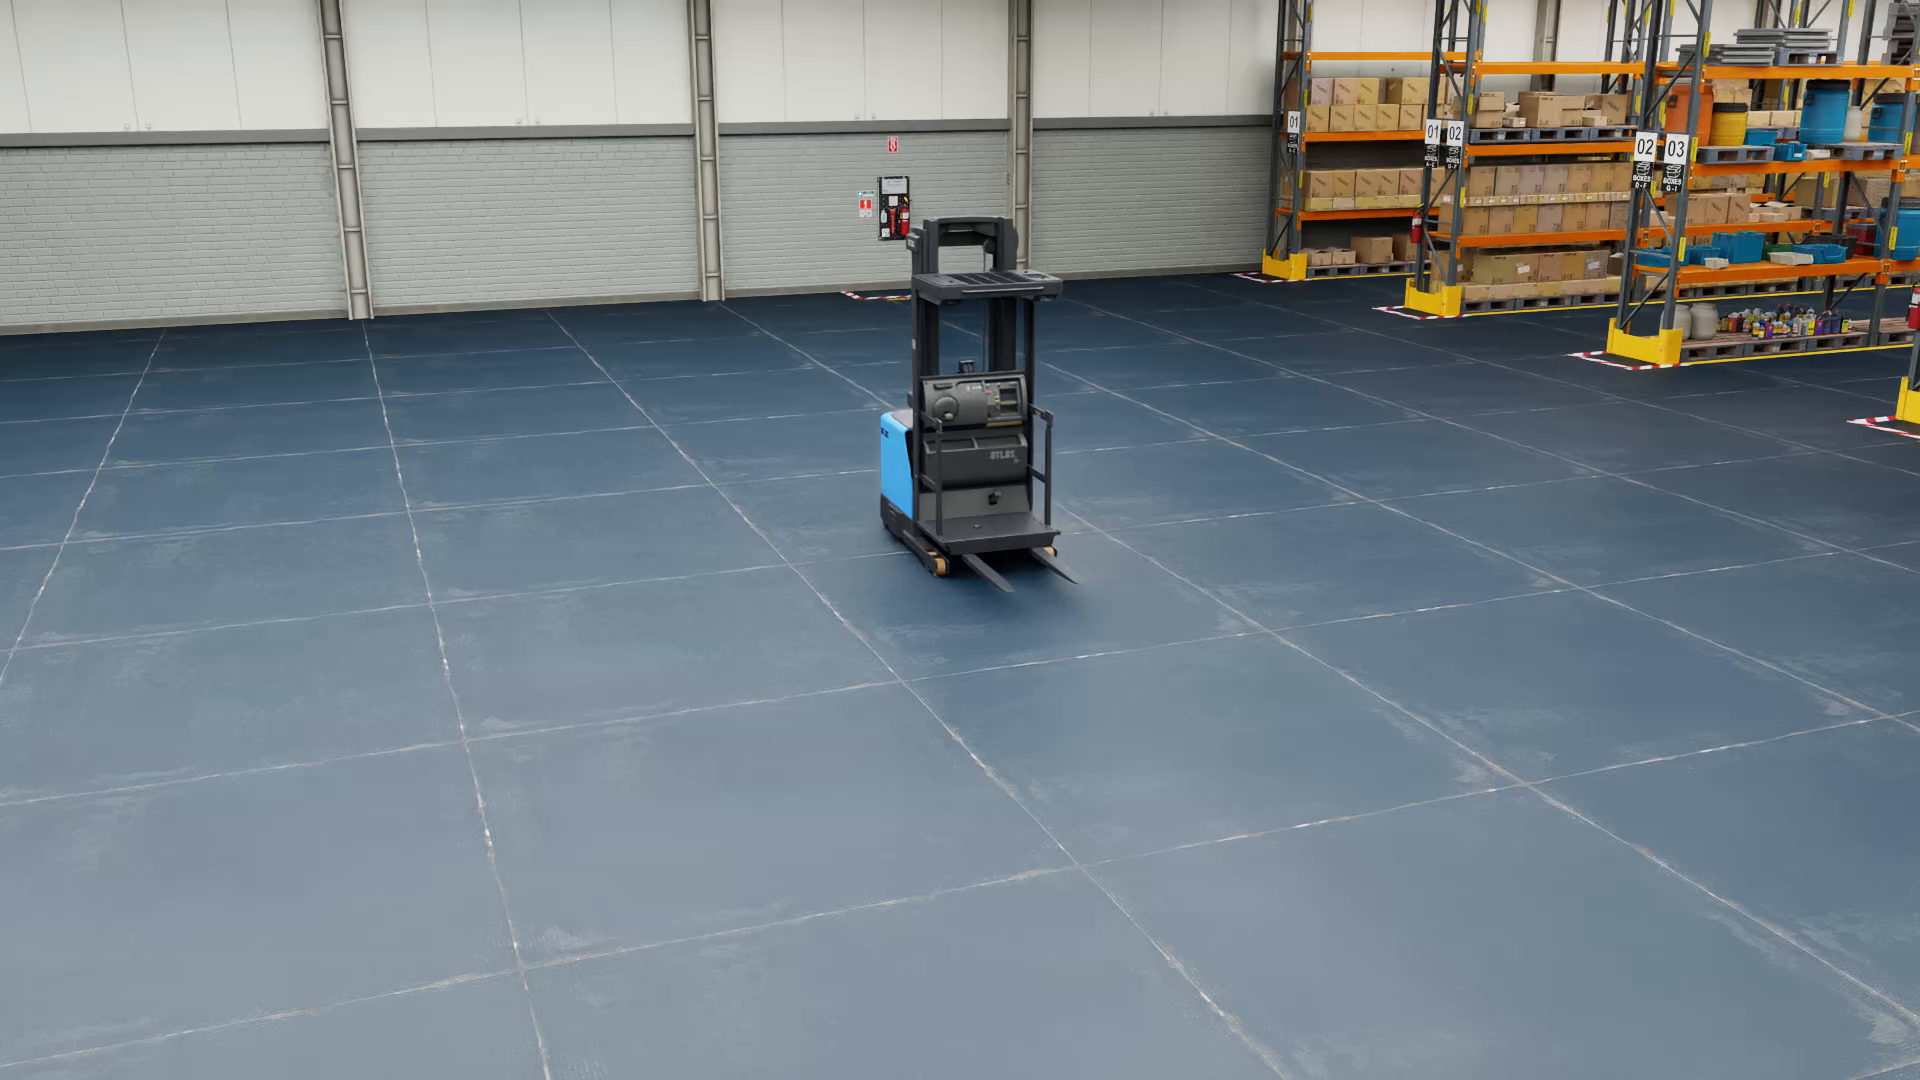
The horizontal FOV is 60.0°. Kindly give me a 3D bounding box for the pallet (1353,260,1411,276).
[{"bbox_3d":[8.366,-5.560,33.810,1.213,0.211,1.003,-6,17,-20],"label":"pallet"}]

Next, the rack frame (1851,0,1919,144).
[{"bbox_3d":[13.667,-7.371,24.380,0.127,3.000,1.000,-6,17,-20],"label":"rack frame"}]

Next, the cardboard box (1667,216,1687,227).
[{"bbox_3d":[12.798,-5.711,29.821,0.250,0.149,0.380,-6,17,-20],"label":"cardboard box"}]

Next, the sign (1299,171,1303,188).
[{"bbox_3d":[6.581,-6.969,32.121,0.005,0.325,0.100,-6,17,-20],"label":"sign"}]

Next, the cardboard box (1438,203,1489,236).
[{"bbox_3d":[8.603,-5.485,28.426,0.500,0.500,0.700,-6,17,-20],"label":"cardboard box"}]

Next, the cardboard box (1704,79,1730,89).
[{"bbox_3d":[16.213,-9.850,35.857,0.500,0.250,0.500,-7,18,-22],"label":"cardboard box"}]

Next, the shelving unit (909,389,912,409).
[{"bbox_3d":[-0.198,-0.861,16.029,0.503,1.200,0.258,-6,14,-20],"label":"shelving unit"}]

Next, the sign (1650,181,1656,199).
[{"bbox_3d":[12.098,-6.104,29.035,0.005,0.325,0.100,-6,17,-20],"label":"sign"}]

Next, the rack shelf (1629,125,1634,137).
[{"bbox_3d":[11.989,-8.395,34.467,4.000,0.370,1.077,-6,17,-20],"label":"rack shelf"}]

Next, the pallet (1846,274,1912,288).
[{"bbox_3d":[17.481,-5.049,32.069,1.213,0.211,1.003,-6,17,-20],"label":"pallet"}]

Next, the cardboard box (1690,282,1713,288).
[{"bbox_3d":[13.324,-4.758,30.264,0.500,0.250,0.500,-7,18,-22],"label":"cardboard box"}]

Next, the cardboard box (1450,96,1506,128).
[{"bbox_3d":[8.701,-7.207,27.969,0.637,0.503,0.797,-5,17,-16],"label":"cardboard box"}]

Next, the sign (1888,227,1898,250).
[{"bbox_3d":[13.853,-4.480,24.690,0.005,0.325,0.100,-6,17,-20],"label":"sign"}]

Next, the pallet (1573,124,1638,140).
[{"bbox_3d":[11.111,-7.100,28.939,1.213,0.211,1.003,-6,17,-20],"label":"pallet"}]

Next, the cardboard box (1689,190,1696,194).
[{"bbox_3d":[15.676,-7.521,35.950,0.250,0.149,0.380,-6,17,-20],"label":"cardboard box"}]

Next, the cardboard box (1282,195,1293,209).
[{"bbox_3d":[6.754,-6.732,33.081,0.500,0.250,0.500,-6,17,-19],"label":"cardboard box"}]

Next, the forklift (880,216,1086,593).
[{"bbox_3d":[0.204,-1.219,14.199,1.130,2.935,3.031,-5,17,-18],"label":"forklift"}]

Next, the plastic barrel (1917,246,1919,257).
[{"bbox_3d":[14.639,-4.597,25.339,0.433,0.535,0.433,0,16,0],"label":"plastic barrel"}]

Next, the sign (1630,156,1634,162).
[{"bbox_3d":[14.060,-7.878,34.840,0.005,0.325,0.100,-6,17,-20],"label":"sign"}]

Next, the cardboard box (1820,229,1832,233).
[{"bbox_3d":[19.277,-7.057,37.650,0.500,0.500,0.700,-6,17,-19],"label":"cardboard box"}]

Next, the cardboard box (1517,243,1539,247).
[{"bbox_3d":[11.759,-6.296,35.021,0.500,0.500,0.700,-6,17,-19],"label":"cardboard box"}]

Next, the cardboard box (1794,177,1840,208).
[{"bbox_3d":[16.181,-6.542,31.282,0.500,0.500,0.700,-13,21,-38],"label":"cardboard box"}]

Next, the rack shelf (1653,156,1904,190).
[{"bbox_3d":[11.799,-5.385,24.218,4.000,0.370,1.077,-6,17,-20],"label":"rack shelf"}]

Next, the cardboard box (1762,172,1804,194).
[{"bbox_3d":[18.104,-8.100,36.978,0.700,0.700,0.980,-6,17,-19],"label":"cardboard box"}]

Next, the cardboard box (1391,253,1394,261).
[{"bbox_3d":[8.621,-5.787,33.910,0.250,0.149,0.380,-8,18,-25],"label":"cardboard box"}]

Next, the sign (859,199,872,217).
[{"bbox_3d":[-1.746,-6.139,30.767,0.234,0.329,0.001,-6,17,-20],"label":"sign"}]

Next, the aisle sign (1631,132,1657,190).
[{"bbox_3d":[9.758,-5.408,23.728,0.004,0.787,0.394,-6,17,-20],"label":"aisle sign"}]

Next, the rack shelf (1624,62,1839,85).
[{"bbox_3d":[13.765,-8.339,29.664,4.000,0.370,1.077,-6,17,-20],"label":"rack shelf"}]

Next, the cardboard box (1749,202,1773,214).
[{"bbox_3d":[14.728,-6.118,30.917,0.500,0.311,0.500,-6,18,-21],"label":"cardboard box"}]

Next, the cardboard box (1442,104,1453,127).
[{"bbox_3d":[9.736,-8.480,33.267,0.500,0.500,0.500,-6,17,-19],"label":"cardboard box"}]

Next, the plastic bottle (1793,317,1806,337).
[{"bbox_3d":[12.535,-3.189,24.839,0.135,0.276,0.152,-6,17,-19],"label":"plastic bottle"}]

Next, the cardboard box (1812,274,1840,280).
[{"bbox_3d":[16.160,-5.182,31.229,0.500,0.500,0.500,-5,17,-18],"label":"cardboard box"}]

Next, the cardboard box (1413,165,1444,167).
[{"bbox_3d":[9.608,-7.404,34.040,0.500,0.500,0.500,-7,18,-21],"label":"cardboard box"}]

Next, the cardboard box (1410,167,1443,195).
[{"bbox_3d":[9.327,-7.216,33.399,0.500,0.500,0.500,-6,17,-20],"label":"cardboard box"}]

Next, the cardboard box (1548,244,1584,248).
[{"bbox_3d":[10.889,-5.022,29.830,0.500,0.500,0.500,-6,17,-20],"label":"cardboard box"}]

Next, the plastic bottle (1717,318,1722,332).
[{"bbox_3d":[11.490,-3.258,25.208,0.097,0.201,0.097,0,16,0],"label":"plastic bottle"}]

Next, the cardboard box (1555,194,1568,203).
[{"bbox_3d":[10.287,-5.917,28.746,0.250,0.149,0.380,-6,17,-18],"label":"cardboard box"}]

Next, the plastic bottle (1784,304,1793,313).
[{"bbox_3d":[12.765,-3.461,25.632,0.185,0.351,0.144,-6,17,-19],"label":"plastic bottle"}]

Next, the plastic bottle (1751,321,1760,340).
[{"bbox_3d":[11.736,-3.092,24.518,0.097,0.271,0.097,0,16,0],"label":"plastic bottle"}]

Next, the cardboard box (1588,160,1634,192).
[{"bbox_3d":[11.486,-6.420,29.310,0.500,0.500,0.700,-6,17,-20],"label":"cardboard box"}]

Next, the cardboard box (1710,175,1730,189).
[{"bbox_3d":[16.306,-7.891,36.057,0.500,0.500,0.500,-6,17,-20],"label":"cardboard box"}]

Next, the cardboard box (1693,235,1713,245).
[{"bbox_3d":[16.203,-6.886,36.445,0.750,0.750,0.750,-6,17,-18],"label":"cardboard box"}]

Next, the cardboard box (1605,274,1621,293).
[{"bbox_3d":[11.543,-4.574,29.638,0.500,0.250,0.500,-6,17,-20],"label":"cardboard box"}]

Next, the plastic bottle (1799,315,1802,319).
[{"bbox_3d":[12.627,-3.232,24.973,0.133,0.283,0.061,-6,17,-20],"label":"plastic bottle"}]

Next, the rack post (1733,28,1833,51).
[{"bbox_3d":[11.730,-7.135,23.711,0.954,0.300,0.937,-7,18,-21],"label":"rack post"}]

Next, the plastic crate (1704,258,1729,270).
[{"bbox_3d":[10.882,-3.969,23.908,0.250,0.136,0.298,-6,17,-20],"label":"plastic crate"}]

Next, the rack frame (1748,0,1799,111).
[{"bbox_3d":[17.592,-10.784,36.003,0.127,3.000,1.000,-6,17,-20],"label":"rack frame"}]

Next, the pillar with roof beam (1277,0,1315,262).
[{"bbox_3d":[8.271,-8.740,29.042,0.400,9.000,9.100,-6,17,-20],"label":"pillar with roof beam"}]

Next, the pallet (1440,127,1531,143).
[{"bbox_3d":[8.832,-6.854,28.101,1.213,0.211,1.003,-6,17,-20],"label":"pallet"}]

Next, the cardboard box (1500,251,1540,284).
[{"bbox_3d":[9.672,-4.735,28.856,0.500,0.500,0.500,-6,17,-20],"label":"cardboard box"}]
